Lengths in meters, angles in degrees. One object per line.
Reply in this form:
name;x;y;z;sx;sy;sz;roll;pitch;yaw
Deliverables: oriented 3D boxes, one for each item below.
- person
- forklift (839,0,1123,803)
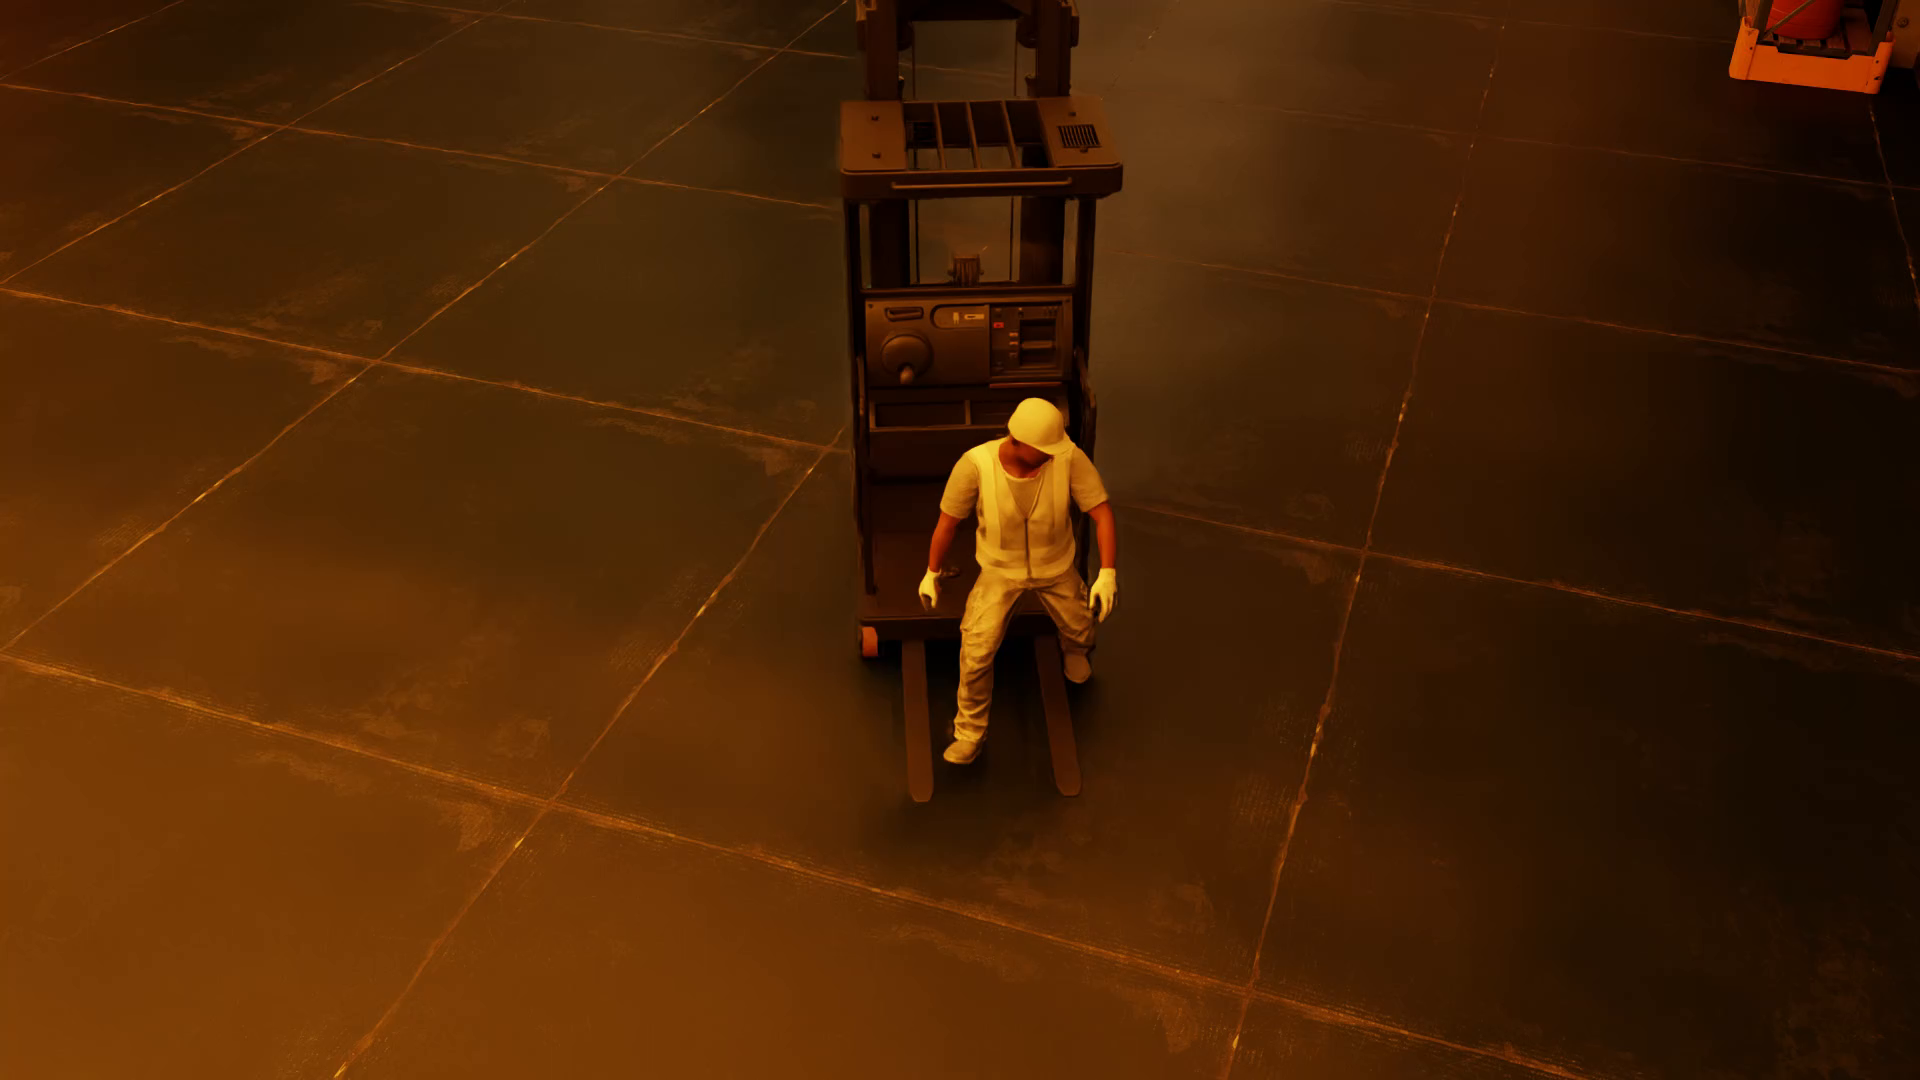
person;0.237;0.117;7.020;0.823;1.642;0.876;-4;36;-6
forklift;0.058;-0.833;7.286;1.130;2.935;3.031;-2;35;-3
